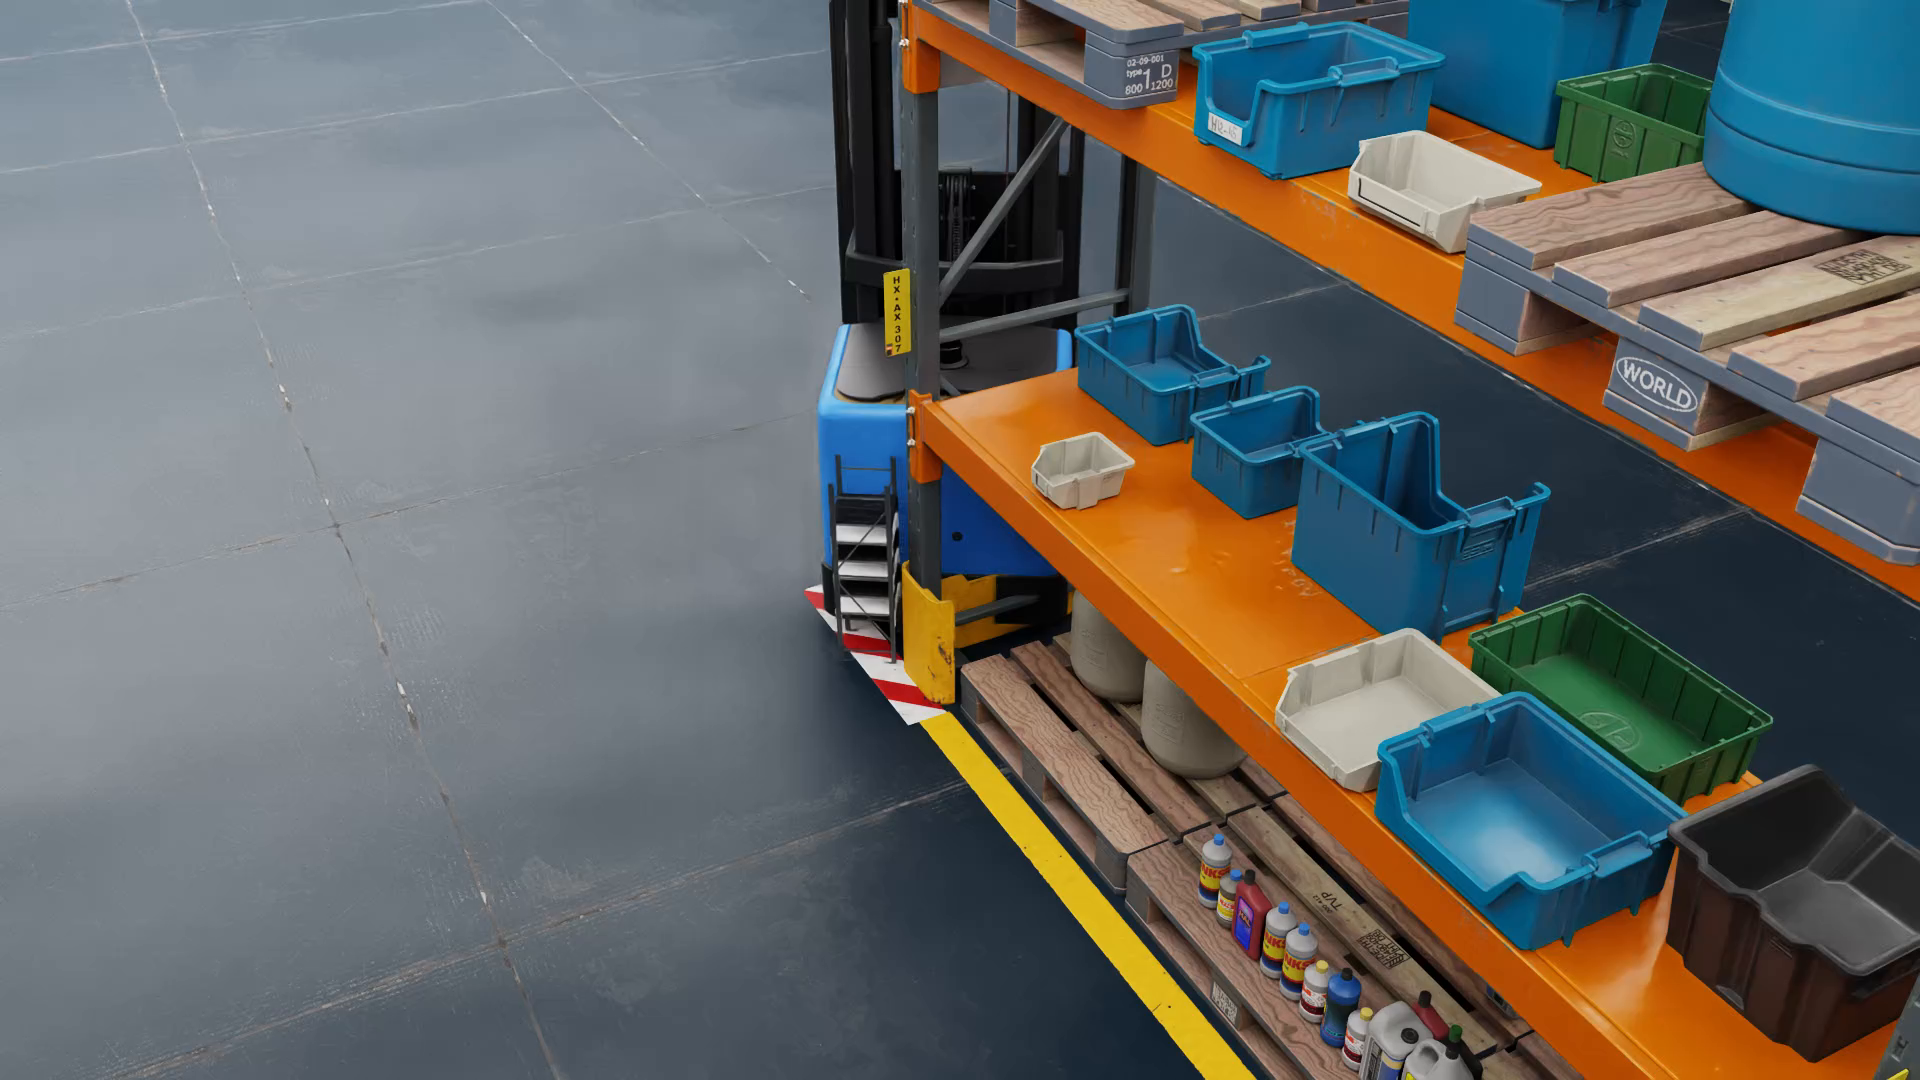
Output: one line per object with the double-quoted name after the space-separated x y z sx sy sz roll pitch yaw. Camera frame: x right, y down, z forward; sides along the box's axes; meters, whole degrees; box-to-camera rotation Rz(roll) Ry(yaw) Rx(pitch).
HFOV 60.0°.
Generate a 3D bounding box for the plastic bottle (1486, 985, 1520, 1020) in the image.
1.714 1.299 5.059 0.152 0.276 0.135 -16 36 -23 "plastic bottle"

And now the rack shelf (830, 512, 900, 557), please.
-0.381 -0.028 6.677 0.258 0.077 0.200 2 37 4 "rack shelf"

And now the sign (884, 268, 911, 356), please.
-0.225 -0.818 5.990 0.100 0.325 0.005 -16 36 -23 "sign"

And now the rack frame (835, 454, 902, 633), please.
-0.372 0.029 6.846 0.240 0.900 0.006 2 37 4 "rack frame"

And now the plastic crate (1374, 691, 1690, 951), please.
1.373 0.674 4.056 0.499 0.251 0.616 -16 36 -23 "plastic crate"

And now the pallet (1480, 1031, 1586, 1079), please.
1.853 1.914 4.567 1.003 0.211 1.213 -16 36 -23 "pallet"

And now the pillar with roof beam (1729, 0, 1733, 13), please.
3.514 -7.520 11.146 9.100 9.000 0.400 -16 36 -23 "pillar with roof beam"

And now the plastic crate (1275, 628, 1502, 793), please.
1.148 0.471 4.479 0.530 0.136 0.437 -16 36 -23 "plastic crate"

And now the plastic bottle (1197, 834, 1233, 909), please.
0.834 1.069 5.422 0.097 0.271 0.097 0 33 0 "plastic bottle"

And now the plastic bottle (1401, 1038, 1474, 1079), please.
1.334 1.520 4.644 0.144 0.351 0.185 -16 36 -23 "plastic bottle"

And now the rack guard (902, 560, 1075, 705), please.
0.341 0.239 6.914 1.175 0.500 0.348 -16 36 -23 "rack guard"

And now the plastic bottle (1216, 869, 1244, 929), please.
0.882 1.148 5.364 0.097 0.201 0.097 0 33 0 "plastic bottle"

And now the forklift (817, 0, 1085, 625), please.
0.013 -1.641 7.594 1.130 2.935 3.031 2 33 3 "forklift"

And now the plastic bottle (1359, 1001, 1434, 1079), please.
1.261 1.473 4.787 0.152 0.276 0.135 -15 36 -22 "plastic bottle"

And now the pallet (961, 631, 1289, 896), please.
0.715 0.750 6.384 1.003 0.211 1.213 -16 36 -23 "pallet"

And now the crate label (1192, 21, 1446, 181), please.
0.844 -1.062 3.984 0.502 0.251 0.408 -16 36 -23 "crate label"

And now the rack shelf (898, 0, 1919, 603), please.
1.196 -0.844 4.173 1.077 0.370 4.000 -16 36 -23 "rack shelf"

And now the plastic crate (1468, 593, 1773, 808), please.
1.746 0.441 4.477 0.450 0.188 0.662 -16 36 -23 "plastic crate"

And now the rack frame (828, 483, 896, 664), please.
-0.388 0.150 6.683 0.240 0.900 0.006 2 37 4 "rack frame"

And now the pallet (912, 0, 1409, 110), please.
0.563 -1.602 4.865 1.003 0.211 1.213 -16 36 -23 "pallet"

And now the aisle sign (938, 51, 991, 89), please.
-0.029 -1.893 5.515 0.394 0.787 0.004 -16 36 -23 "aisle sign"

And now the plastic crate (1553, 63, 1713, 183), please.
1.634 -0.924 3.828 0.336 0.188 0.450 -16 36 -23 "plastic crate"

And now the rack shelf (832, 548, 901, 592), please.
-0.380 0.116 6.784 0.258 0.077 0.200 2 37 4 "rack shelf"

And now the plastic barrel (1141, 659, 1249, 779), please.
0.872 0.567 6.002 0.421 0.512 0.421 0 33 0 "plastic barrel"

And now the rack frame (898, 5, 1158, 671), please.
0.264 -0.838 6.277 1.000 3.000 0.127 -16 36 -23 "rack frame"

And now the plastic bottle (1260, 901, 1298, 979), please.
0.993 1.233 5.167 0.097 0.271 0.097 0 33 0 "plastic bottle"

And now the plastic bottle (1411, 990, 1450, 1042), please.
1.355 1.443 4.827 0.061 0.283 0.133 -16 36 -23 "plastic bottle"

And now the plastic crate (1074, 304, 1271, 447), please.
0.762 -0.612 6.062 0.499 0.251 0.616 -16 36 -23 "plastic crate"

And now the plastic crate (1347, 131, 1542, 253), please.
1.023 -0.745 3.597 0.243 0.136 0.396 -16 36 -23 "plastic crate"

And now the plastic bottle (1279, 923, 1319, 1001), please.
1.040 1.280 5.092 0.097 0.271 0.097 0 33 0 "plastic bottle"

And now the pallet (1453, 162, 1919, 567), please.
1.706 -0.432 3.039 1.213 0.211 1.003 -16 36 -23 "pallet"

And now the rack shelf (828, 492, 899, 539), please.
-0.381 -0.101 6.624 0.258 0.077 0.200 2 37 4 "rack shelf"

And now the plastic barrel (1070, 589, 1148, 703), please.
0.638 0.328 6.375 0.421 0.512 0.421 0 33 0 "plastic barrel"

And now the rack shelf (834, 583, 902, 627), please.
-0.379 0.261 6.891 0.258 0.077 0.200 2 37 4 "rack shelf"

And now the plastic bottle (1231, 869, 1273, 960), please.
0.923 1.177 5.243 0.061 0.283 0.133 -15 36 -22 "plastic bottle"

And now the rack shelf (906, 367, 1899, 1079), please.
1.196 0.419 4.982 1.077 0.370 4.000 -16 36 -23 "rack shelf"

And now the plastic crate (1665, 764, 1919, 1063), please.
1.997 0.815 3.755 0.767 0.338 0.504 -16 36 -23 "plastic crate"

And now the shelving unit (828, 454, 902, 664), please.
-0.380 0.090 6.764 0.258 0.900 0.210 2 37 4 "shelving unit"

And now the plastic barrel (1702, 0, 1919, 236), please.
1.760 -1.082 3.024 0.600 0.901 0.708 -16 36 -23 "plastic barrel"

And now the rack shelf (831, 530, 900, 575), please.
-0.380 0.044 6.731 0.258 0.077 0.200 2 37 4 "rack shelf"

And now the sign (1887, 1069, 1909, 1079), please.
1.637 1.087 3.015 0.100 0.325 0.005 -16 36 -23 "sign"

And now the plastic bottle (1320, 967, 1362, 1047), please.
1.134 1.377 4.941 0.097 0.271 0.097 0 33 0 "plastic bottle"

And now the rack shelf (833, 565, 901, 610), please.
-0.379 0.189 6.837 0.258 0.077 0.200 2 37 4 "rack shelf"

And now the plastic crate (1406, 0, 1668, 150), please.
1.419 -1.260 4.170 0.392 0.384 0.575 -16 36 -23 "plastic crate"

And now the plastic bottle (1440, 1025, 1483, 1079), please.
1.412 1.511 4.721 0.061 0.283 0.133 -16 36 -23 "plastic bottle"

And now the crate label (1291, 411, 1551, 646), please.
1.361 -0.043 5.003 0.502 0.435 0.616 -16 36 -23 "crate label"

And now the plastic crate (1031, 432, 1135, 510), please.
0.396 -0.219 5.556 0.298 0.136 0.250 -16 36 -23 "plastic crate"

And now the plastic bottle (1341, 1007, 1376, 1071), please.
1.182 1.455 4.884 0.097 0.201 0.097 0 33 0 "plastic bottle"

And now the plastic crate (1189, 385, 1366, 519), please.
1.060 -0.300 5.576 0.499 0.251 0.408 -16 36 -23 "plastic crate"

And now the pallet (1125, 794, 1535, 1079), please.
1.280 1.331 5.477 1.003 0.211 1.213 -16 36 -23 "pallet"

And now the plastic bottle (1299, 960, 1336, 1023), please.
1.086 1.357 5.037 0.097 0.201 0.097 0 33 0 "plastic bottle"
